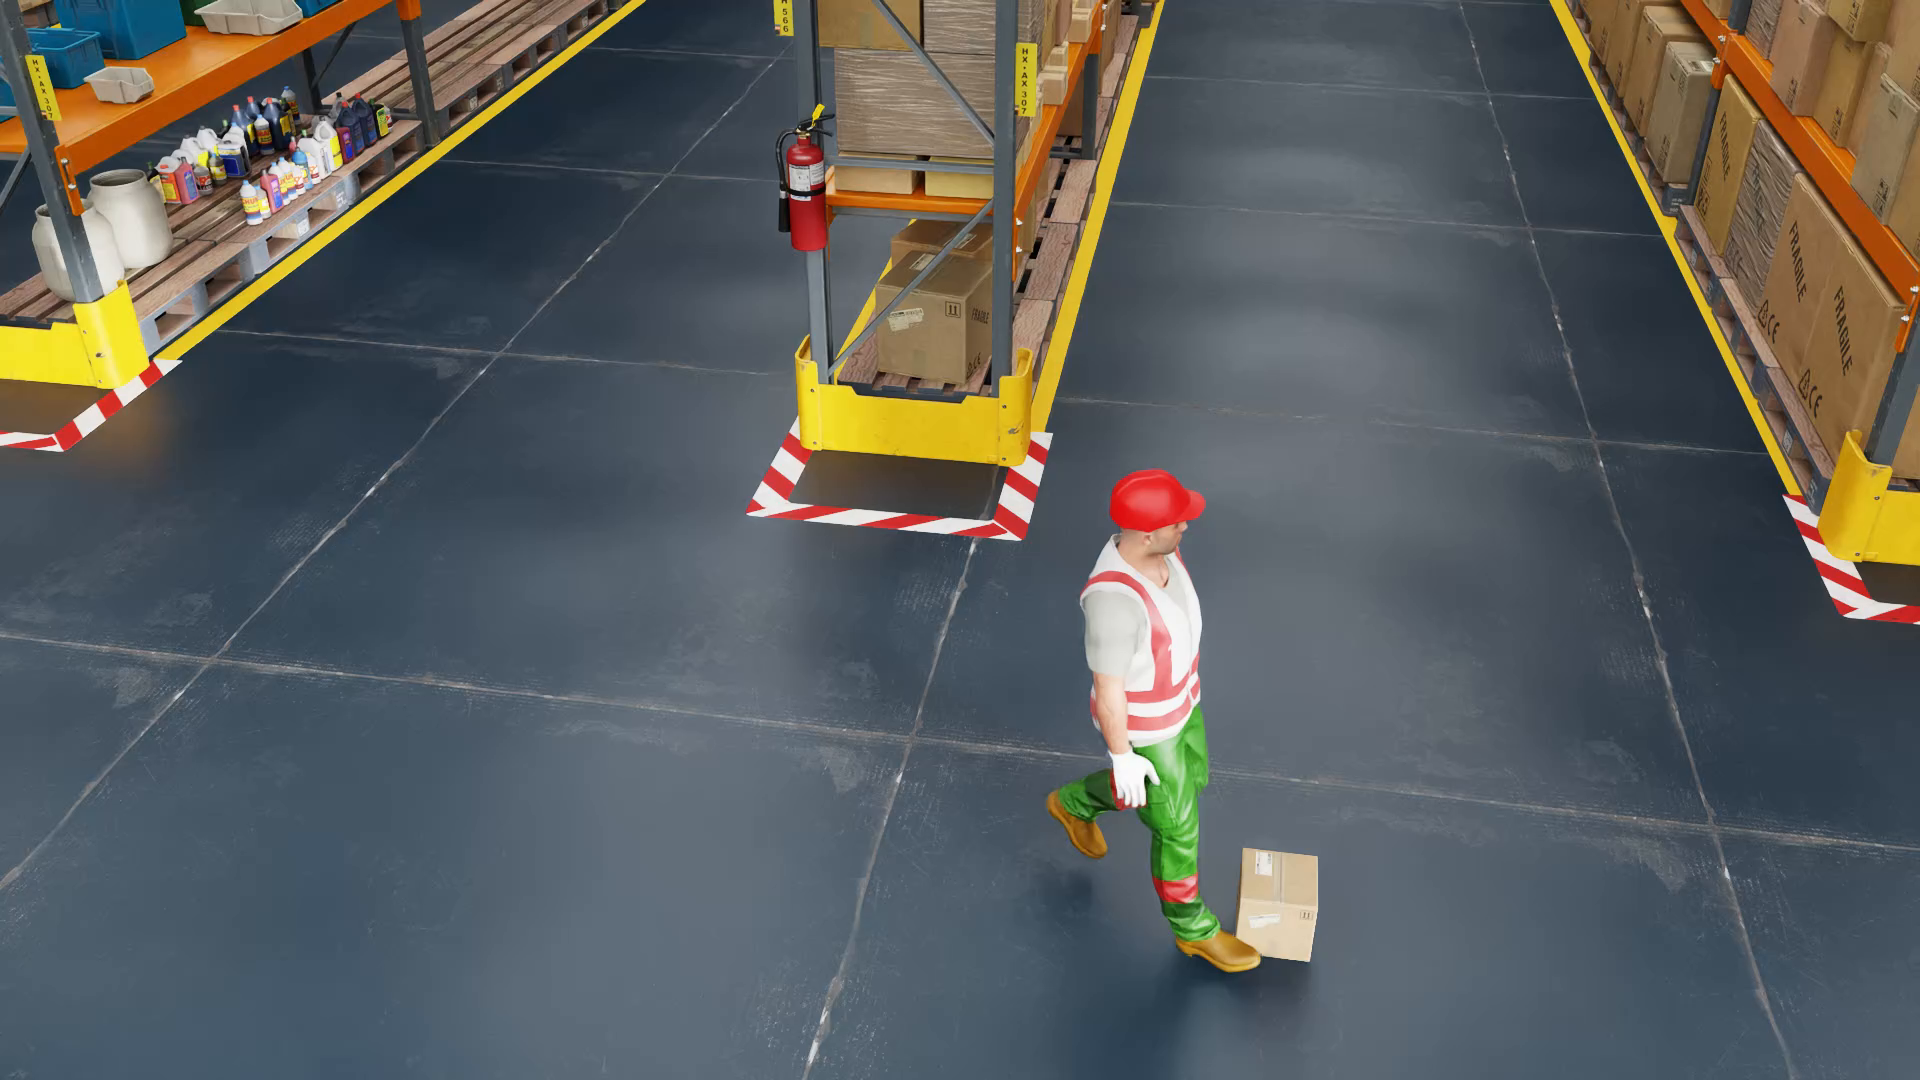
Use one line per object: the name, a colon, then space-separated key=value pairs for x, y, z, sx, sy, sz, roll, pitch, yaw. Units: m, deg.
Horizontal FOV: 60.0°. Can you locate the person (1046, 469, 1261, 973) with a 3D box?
person: x=0.638 y=0.554 z=5.260 sx=0.849 sy=1.765 sz=0.579 roll=13 pitch=34 yaw=20
